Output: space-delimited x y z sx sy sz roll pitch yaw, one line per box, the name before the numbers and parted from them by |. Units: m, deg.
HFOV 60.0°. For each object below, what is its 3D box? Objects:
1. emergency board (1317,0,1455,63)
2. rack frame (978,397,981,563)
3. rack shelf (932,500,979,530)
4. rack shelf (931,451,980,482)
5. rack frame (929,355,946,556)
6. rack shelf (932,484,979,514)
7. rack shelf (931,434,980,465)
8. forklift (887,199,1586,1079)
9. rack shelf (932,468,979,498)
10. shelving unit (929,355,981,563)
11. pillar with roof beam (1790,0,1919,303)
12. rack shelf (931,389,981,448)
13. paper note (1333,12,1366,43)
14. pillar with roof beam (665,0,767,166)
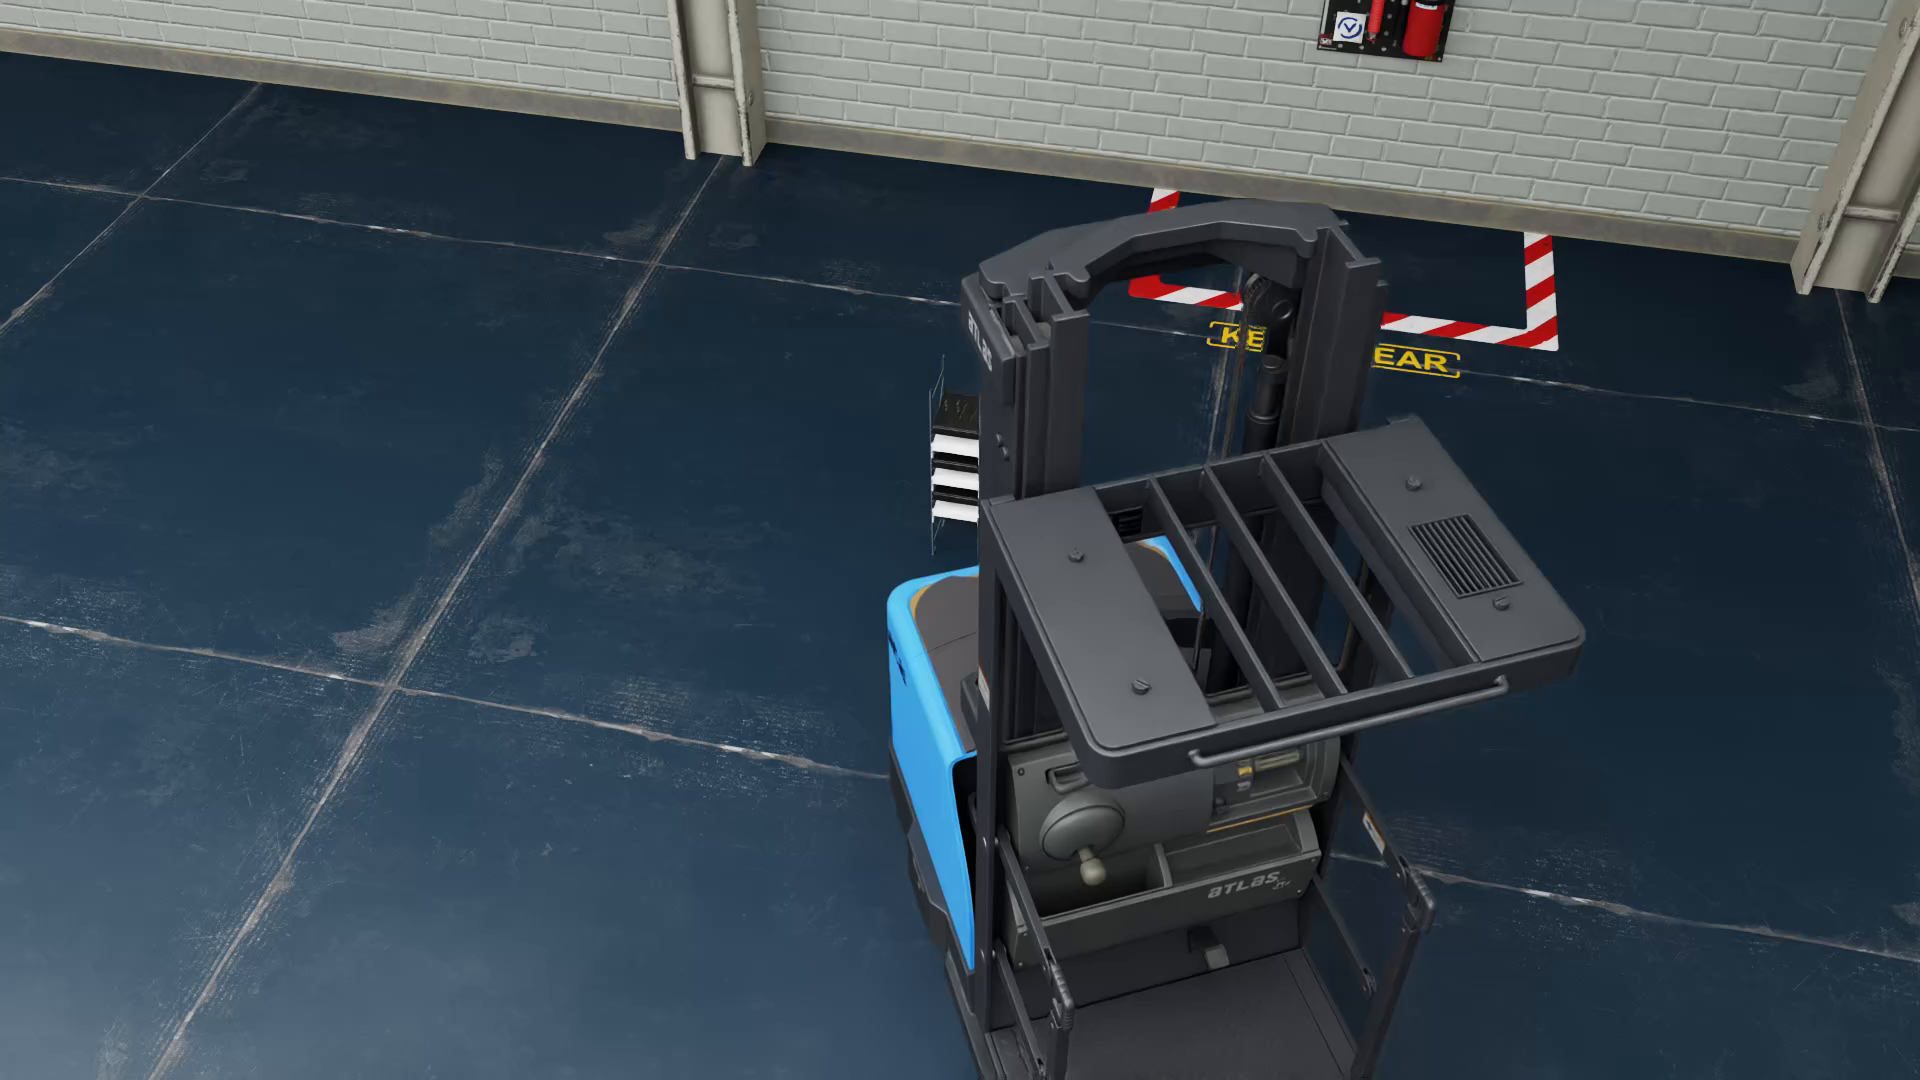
emergency board | 2.116 -2.820 7.976 0.643 1.169 0.194 9 45 9
rack frame | 0.107 -0.308 6.881 0.006 0.900 0.240 9 45 9
rack shelf | 0.008 -0.169 7.045 0.200 0.077 0.258 9 45 9
rack shelf | 0.008 -0.364 6.857 0.200 0.077 0.258 9 45 9
rack frame | -0.091 -0.338 6.913 0.006 0.900 0.240 9 45 9
rack shelf | 0.008 -0.234 6.982 0.200 0.077 0.258 9 45 9
rack shelf | 0.008 -0.429 6.795 0.200 0.077 0.258 9 45 9
forklift | 0.651 0.747 4.320 1.130 2.935 3.031 -12 45 -12
rack shelf | 0.008 -0.299 6.920 0.200 0.077 0.258 9 45 9
shelving unit | 0.008 -0.323 6.897 0.210 0.900 0.258 9 45 9
pillar with roof beam | 3.580 -1.668 2.454 0.400 9.000 9.100 9 45 9
rack shelf | 0.008 -0.493 6.733 0.200 0.077 0.258 9 45 9
paper note | 1.959 -2.576 8.358 0.142 0.148 0.016 9 45 9
pillar with roof beam | -2.276 -2.576 3.397 0.400 9.000 9.100 9 45 9
